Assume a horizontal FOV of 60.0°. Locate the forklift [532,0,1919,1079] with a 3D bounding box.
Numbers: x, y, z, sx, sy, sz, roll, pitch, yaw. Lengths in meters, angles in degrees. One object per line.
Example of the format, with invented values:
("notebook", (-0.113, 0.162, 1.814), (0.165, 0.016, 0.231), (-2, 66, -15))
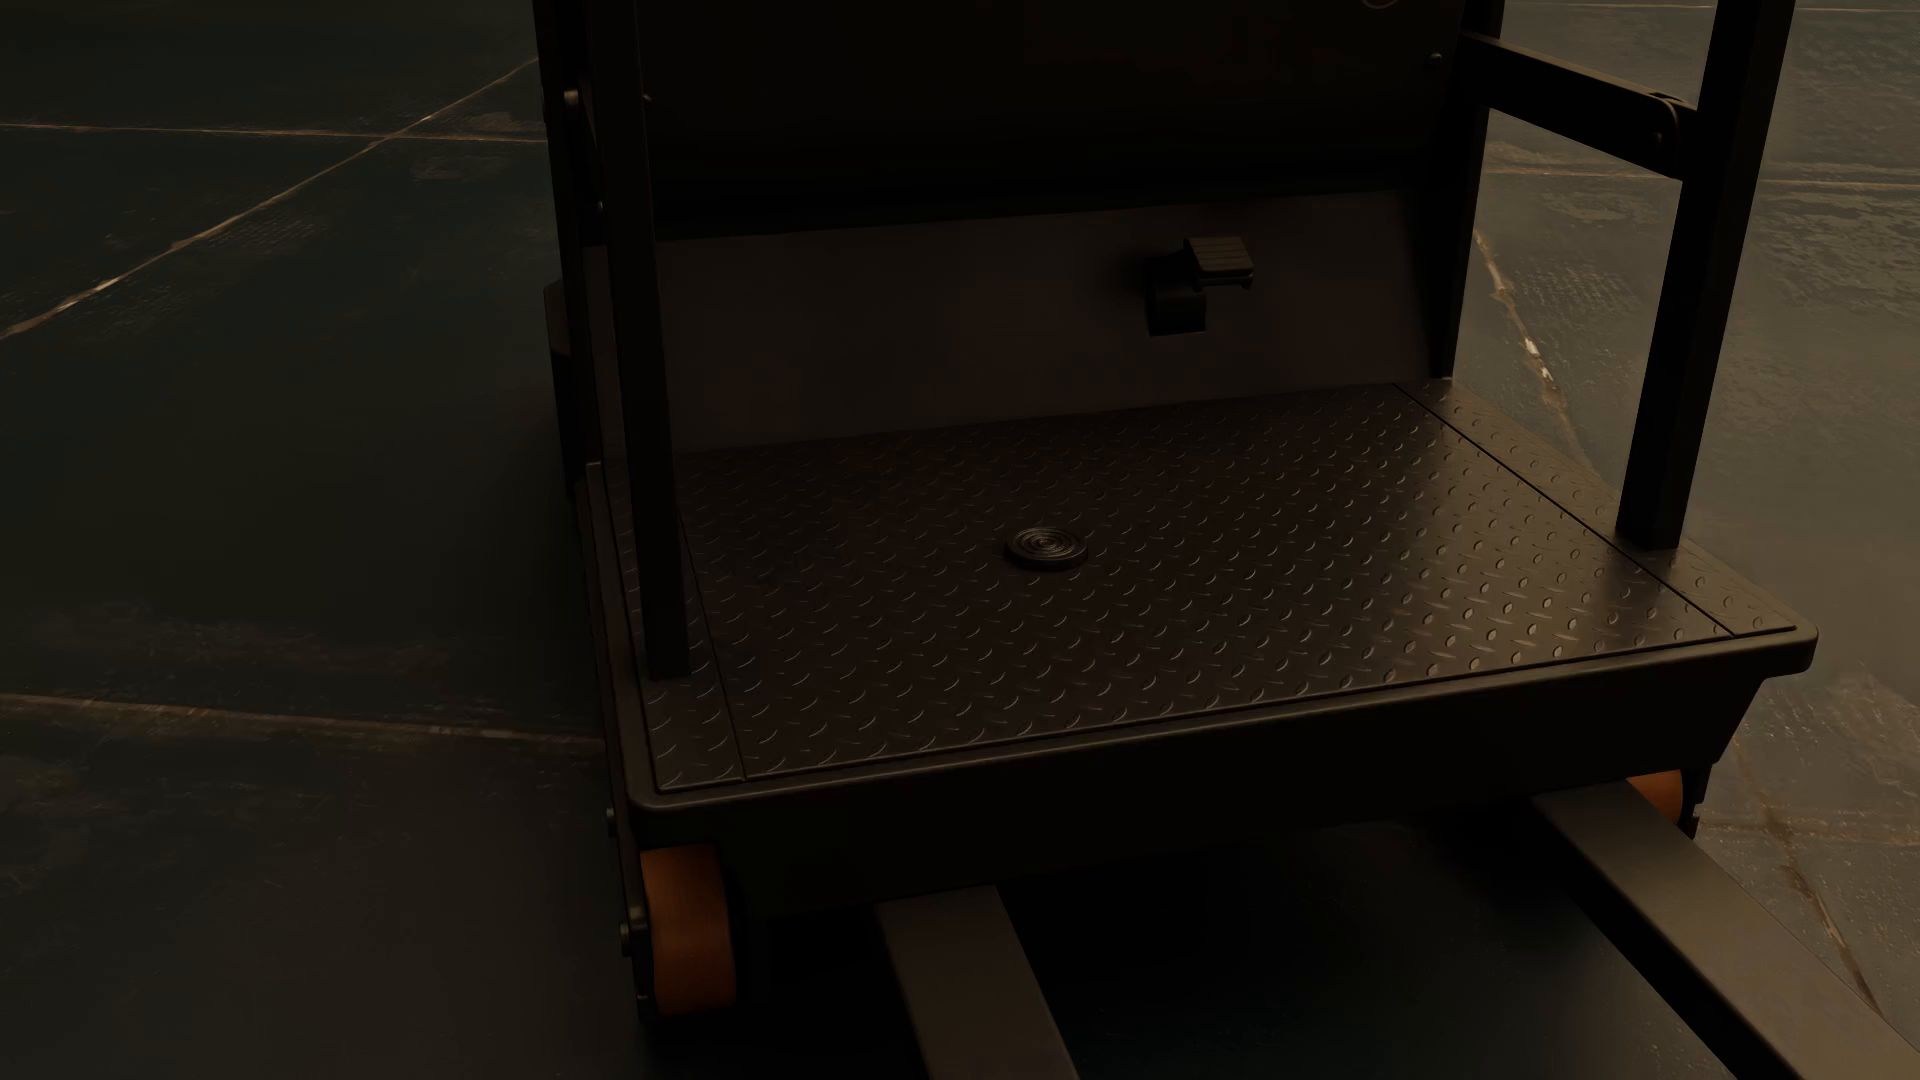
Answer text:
("forklift", (0.153, -1.049, 1.319), (1.130, 2.935, 3.031), (-7, 27, -13))
